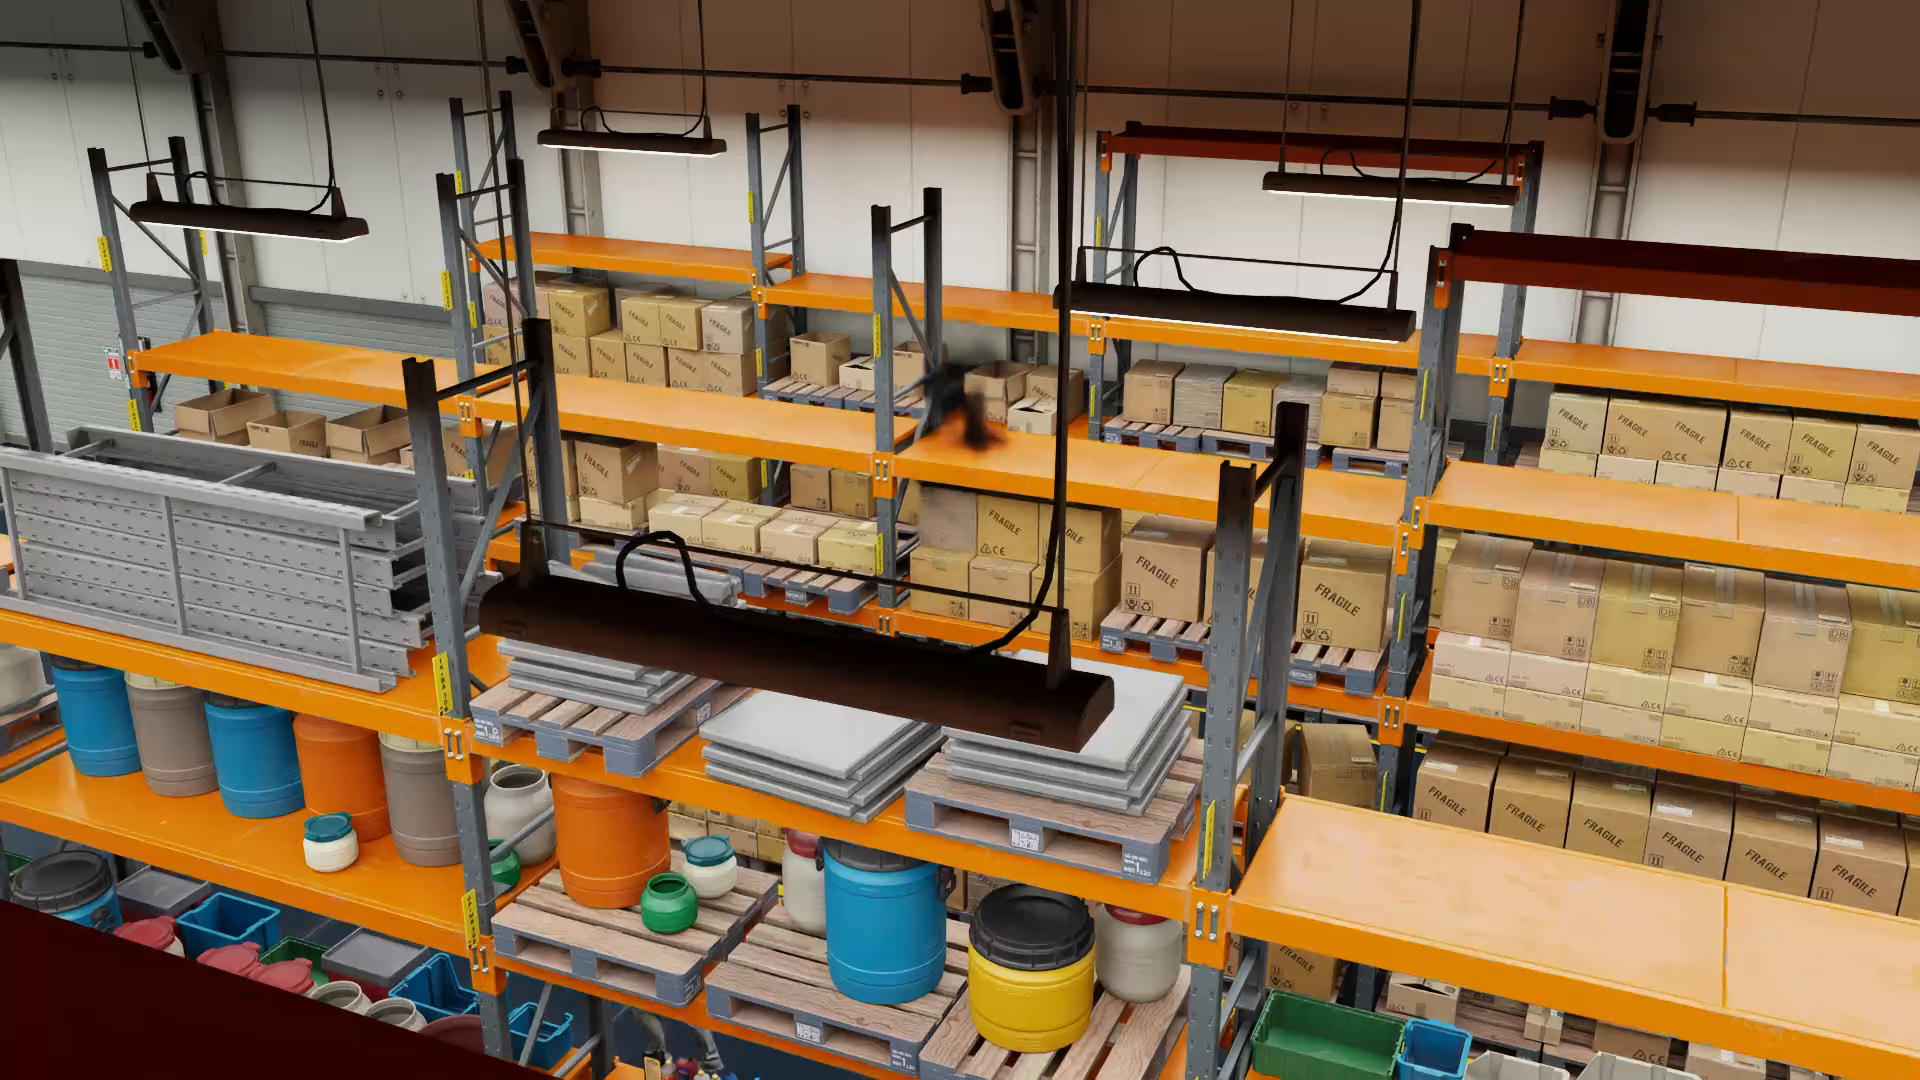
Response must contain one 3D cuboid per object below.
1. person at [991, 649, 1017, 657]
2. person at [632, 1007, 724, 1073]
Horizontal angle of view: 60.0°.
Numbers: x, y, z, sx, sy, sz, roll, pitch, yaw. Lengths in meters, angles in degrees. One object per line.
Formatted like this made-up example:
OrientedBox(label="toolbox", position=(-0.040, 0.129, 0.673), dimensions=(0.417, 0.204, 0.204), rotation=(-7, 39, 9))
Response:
OrientedBox(label="person", position=(0.503, 1.474, 16.275), dimensions=(0.749, 1.755, 0.657), rotation=(6, 21, 16))
OrientedBox(label="person", position=(-2.080, 3.134, 11.967), dimensions=(0.726, 1.740, 0.590), rotation=(8, 22, 20))
